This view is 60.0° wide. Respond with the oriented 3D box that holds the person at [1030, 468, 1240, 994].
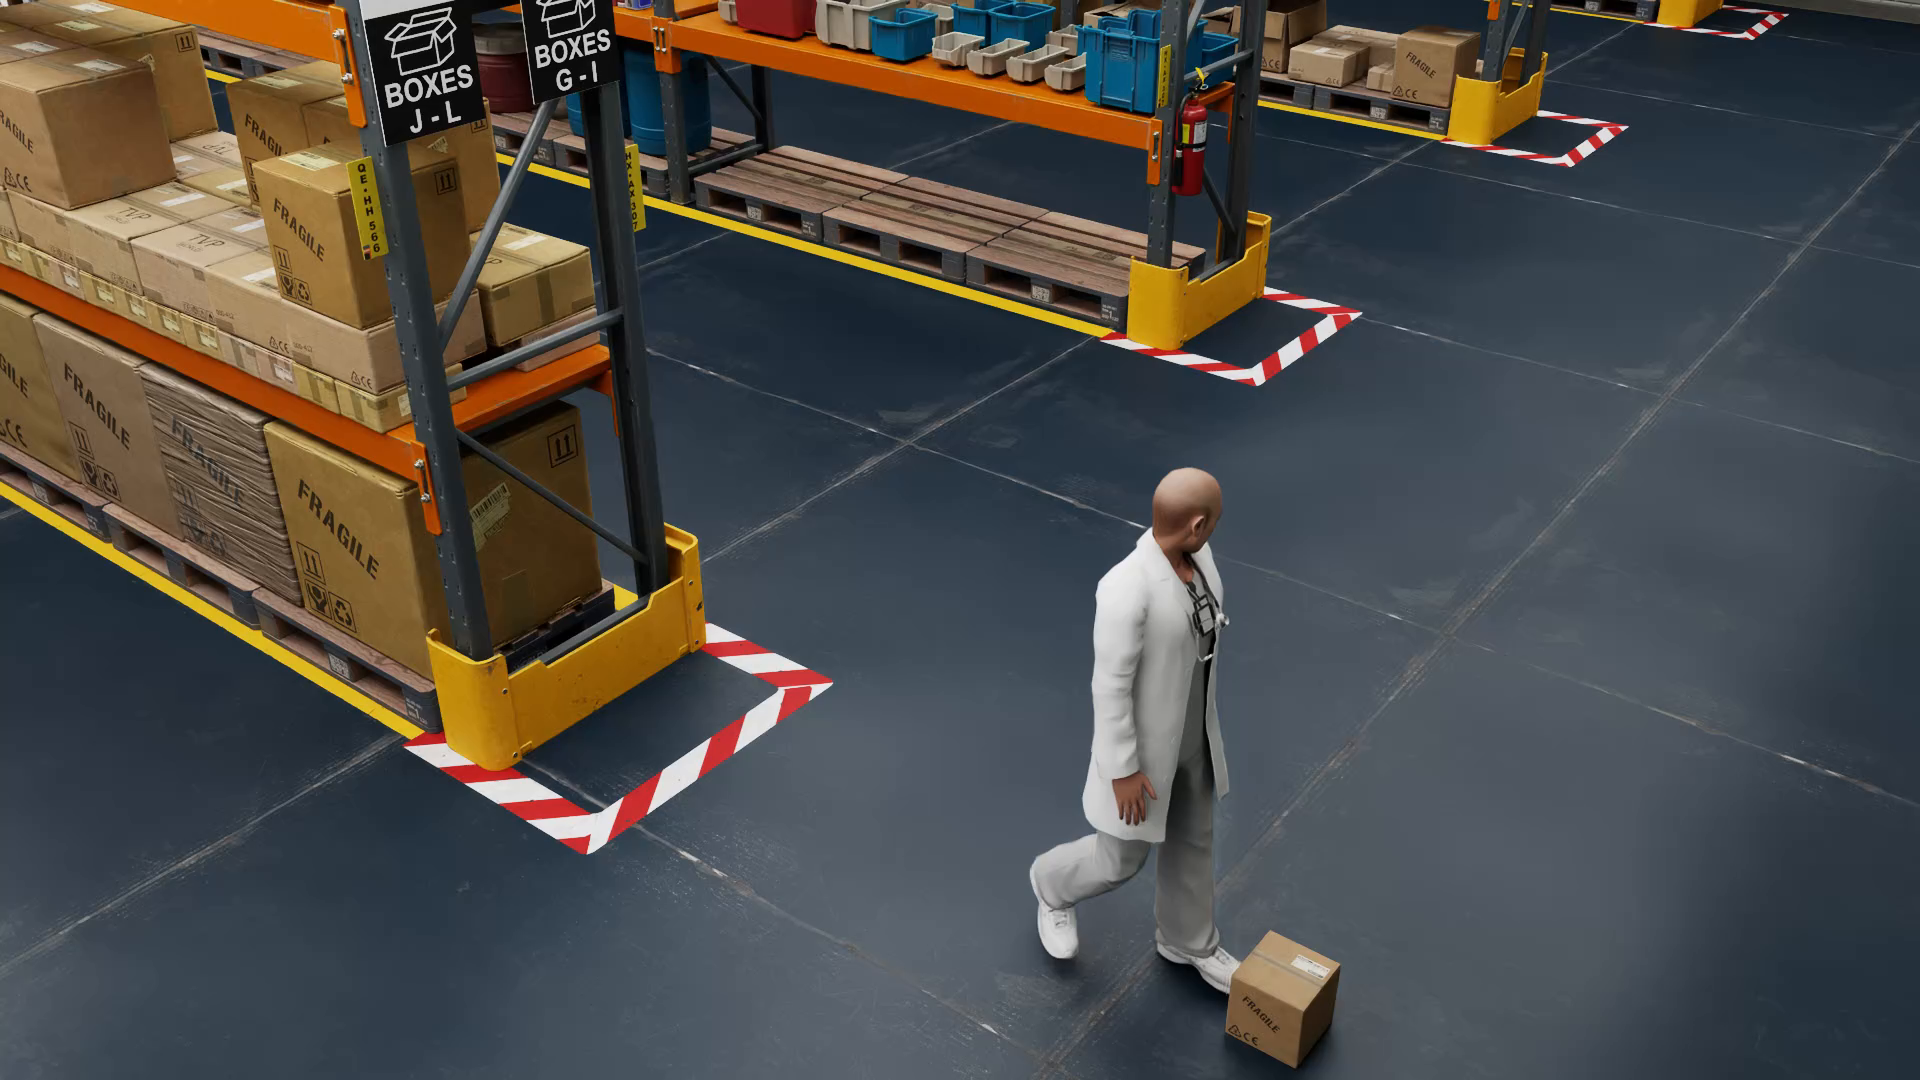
[{"bbox_3d":[0.595,0.607,5.091,0.800,1.767,0.631,26,39,37],"label":"person"}]
